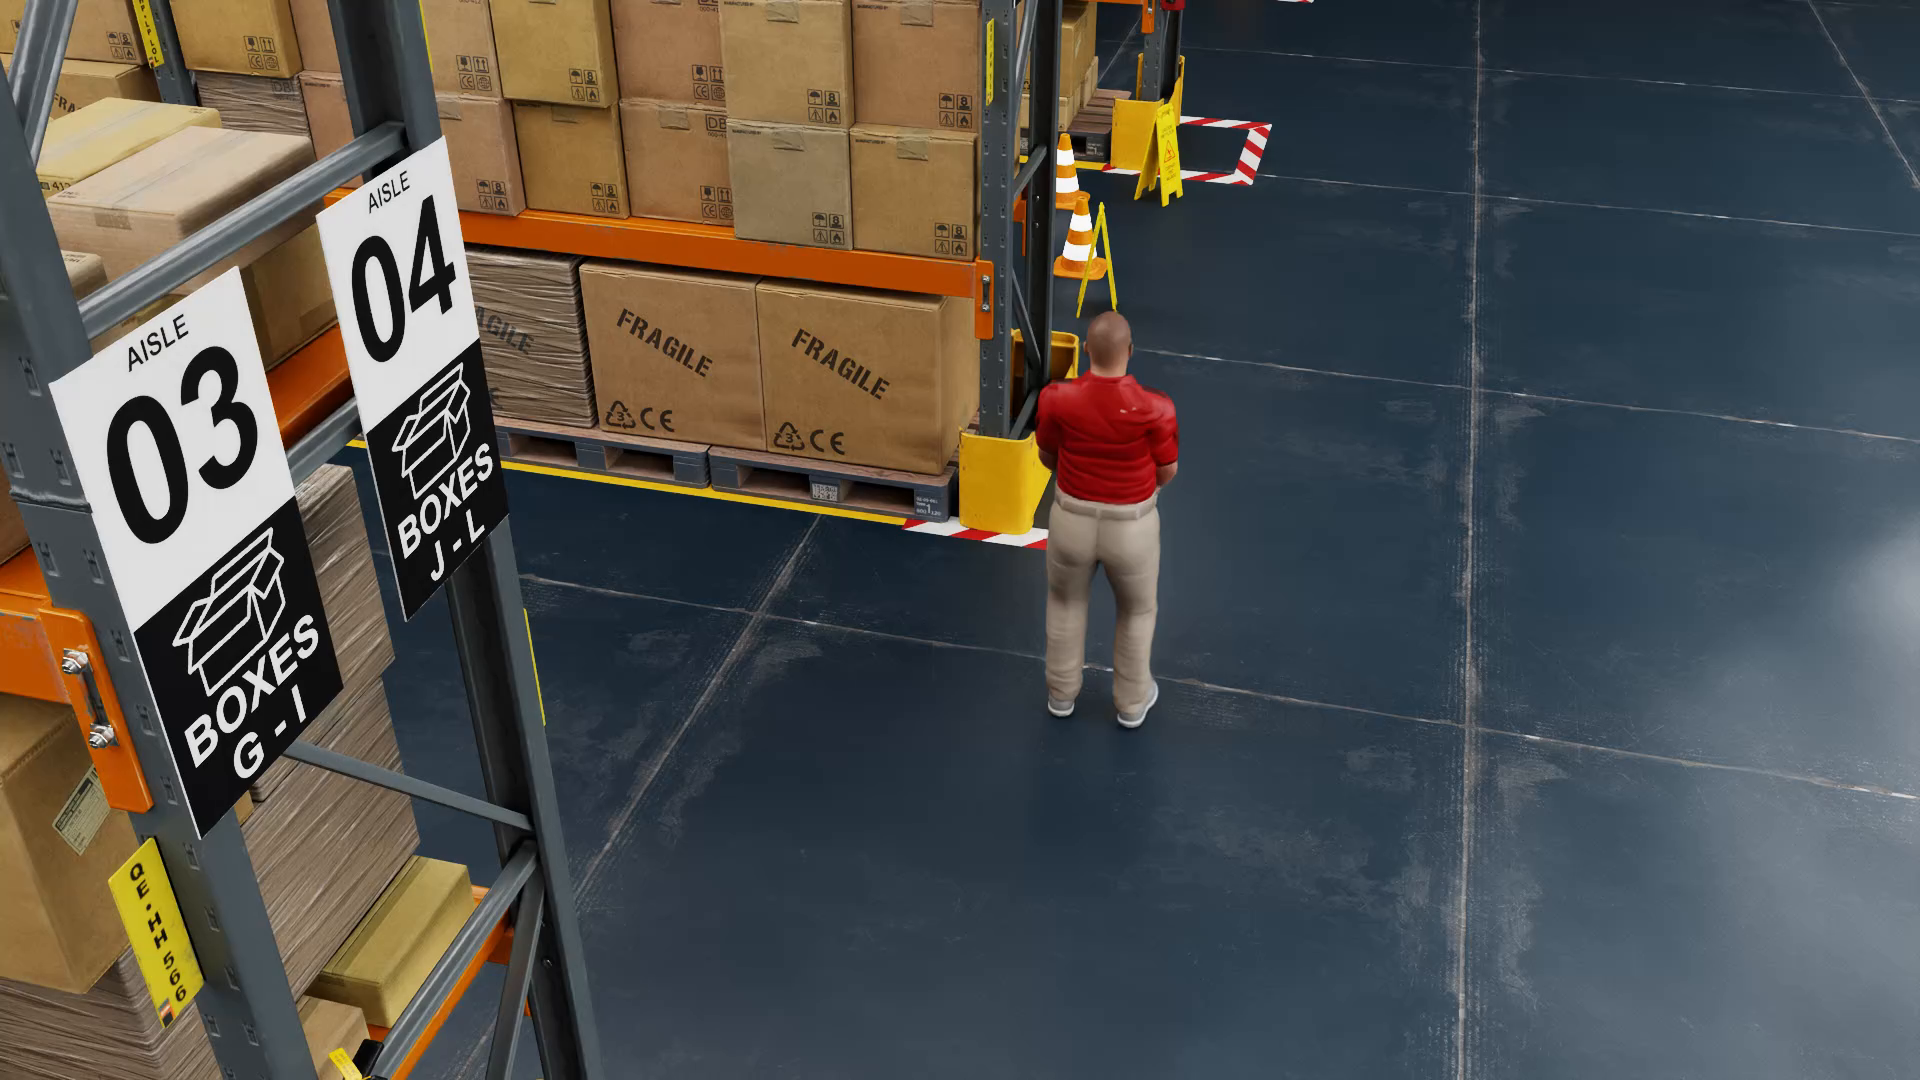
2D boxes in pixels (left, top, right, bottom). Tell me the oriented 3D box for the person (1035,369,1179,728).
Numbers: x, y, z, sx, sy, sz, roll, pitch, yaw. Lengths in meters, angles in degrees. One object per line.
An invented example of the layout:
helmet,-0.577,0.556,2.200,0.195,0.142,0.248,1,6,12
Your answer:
person,0.538,0.014,6.309,0.524,1.533,0.387,8,33,12
